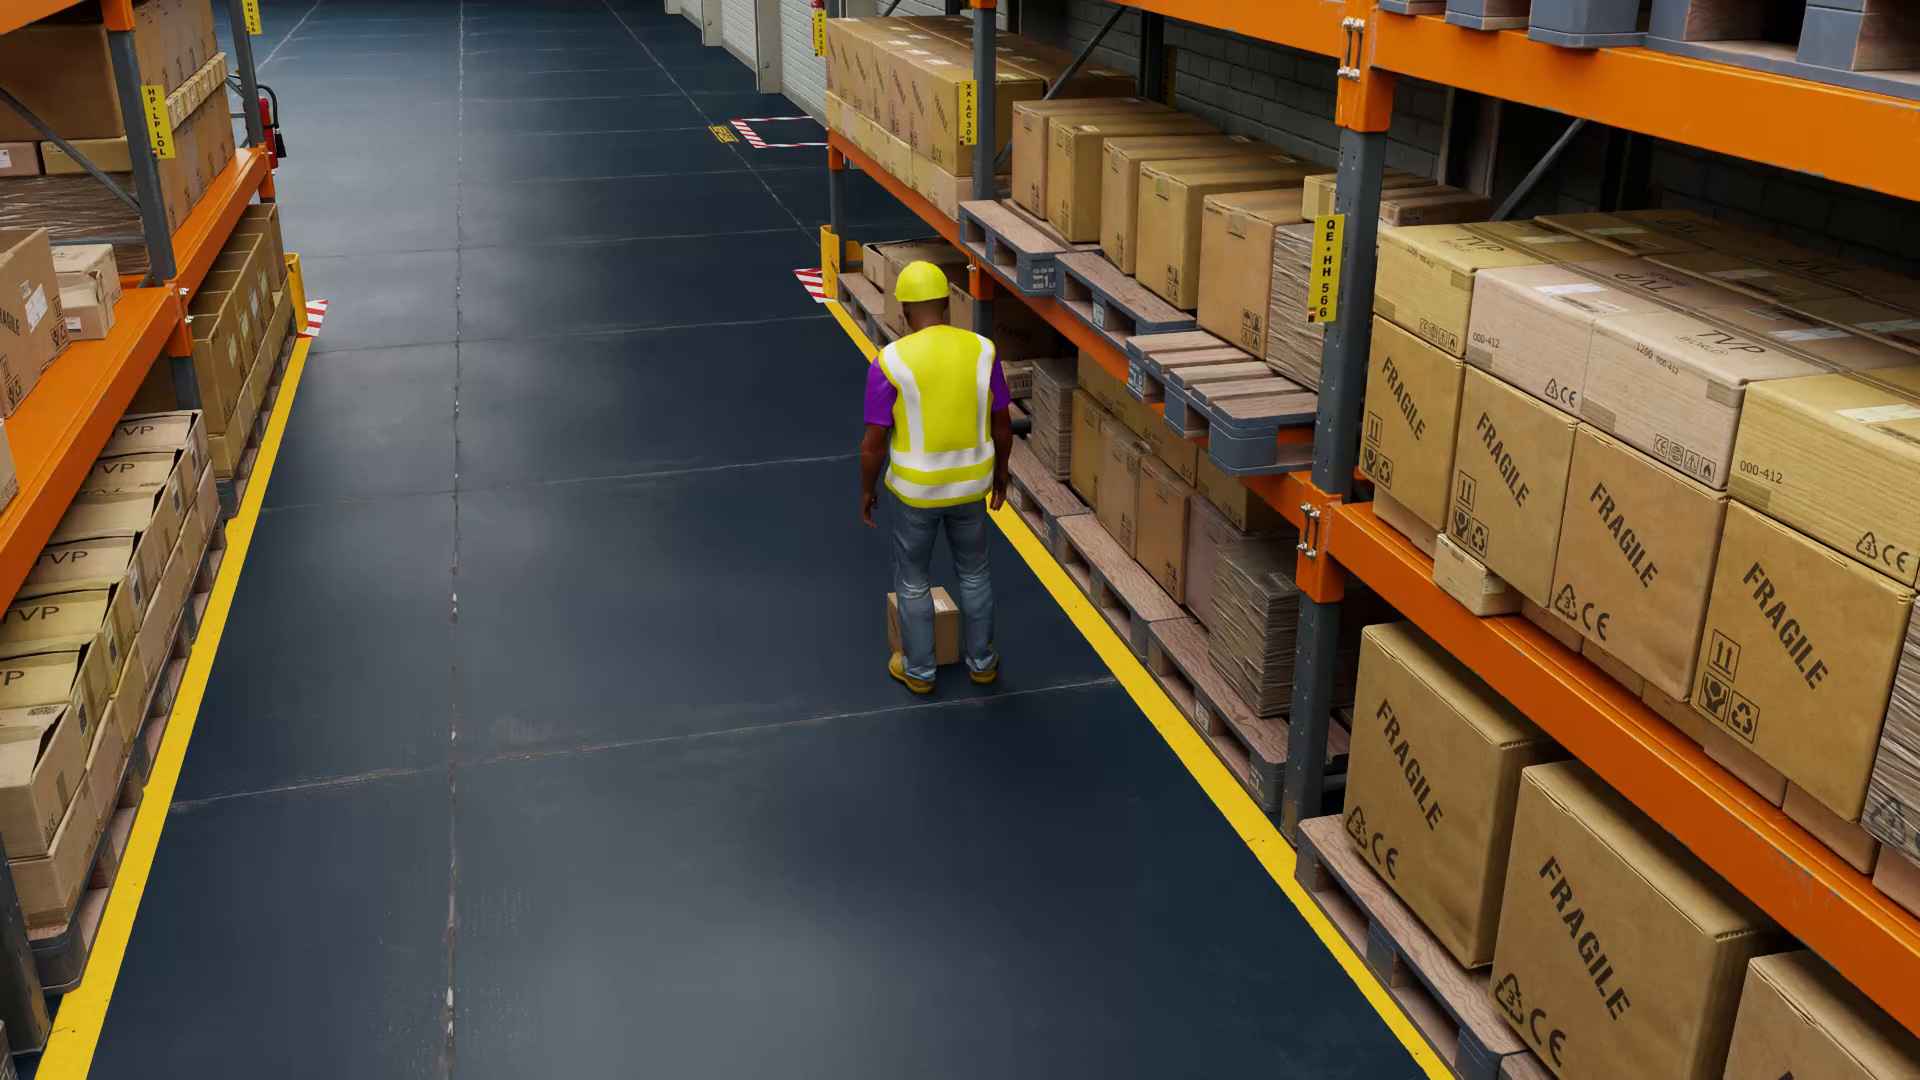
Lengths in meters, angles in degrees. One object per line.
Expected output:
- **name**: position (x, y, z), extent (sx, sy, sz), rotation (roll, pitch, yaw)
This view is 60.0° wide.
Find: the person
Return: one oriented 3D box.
- **person**: position (-0.088, -0.238, 6.639), extent (0.631, 1.760, 0.463), rotation (-6, 24, -15)
